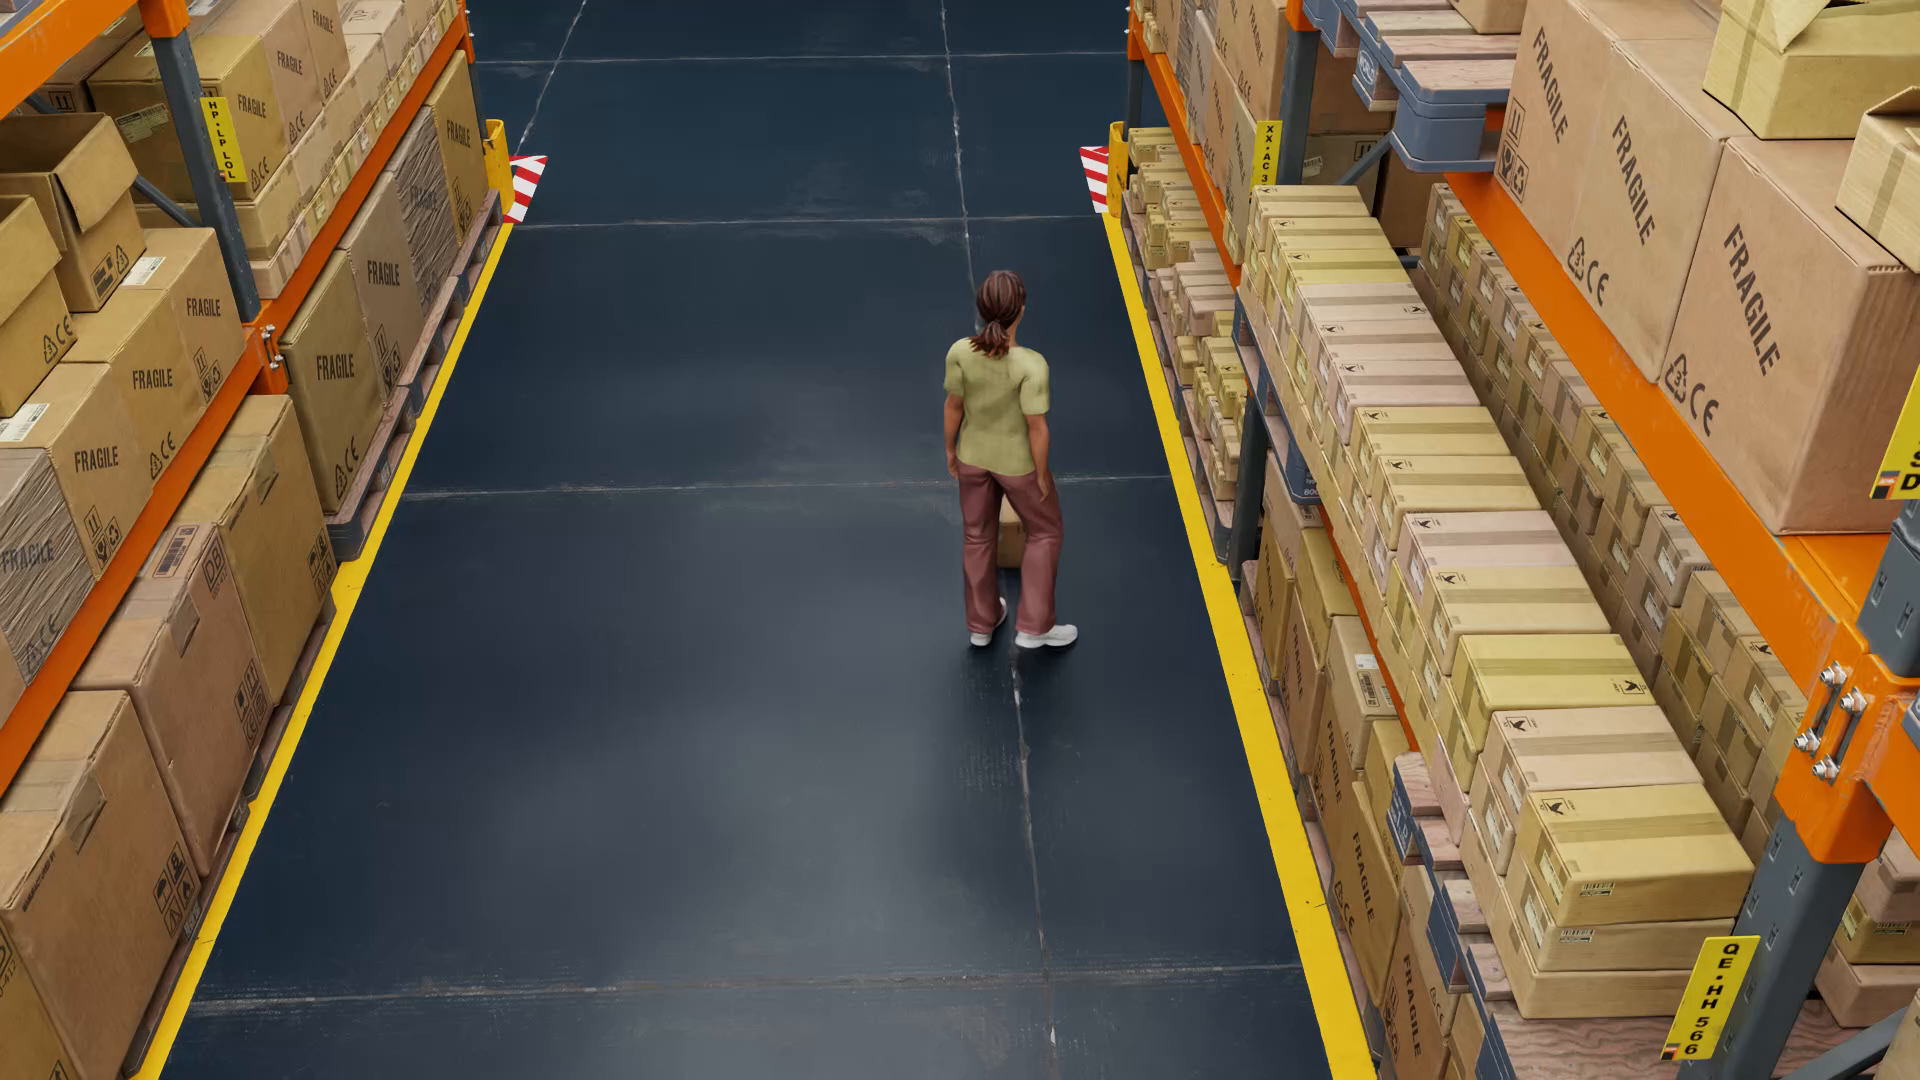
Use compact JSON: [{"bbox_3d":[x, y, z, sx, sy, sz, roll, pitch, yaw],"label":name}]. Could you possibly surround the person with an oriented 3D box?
[{"bbox_3d":[0.202,-0.282,6.539,0.559,1.677,0.357,13,37,17],"label":"person"}]
